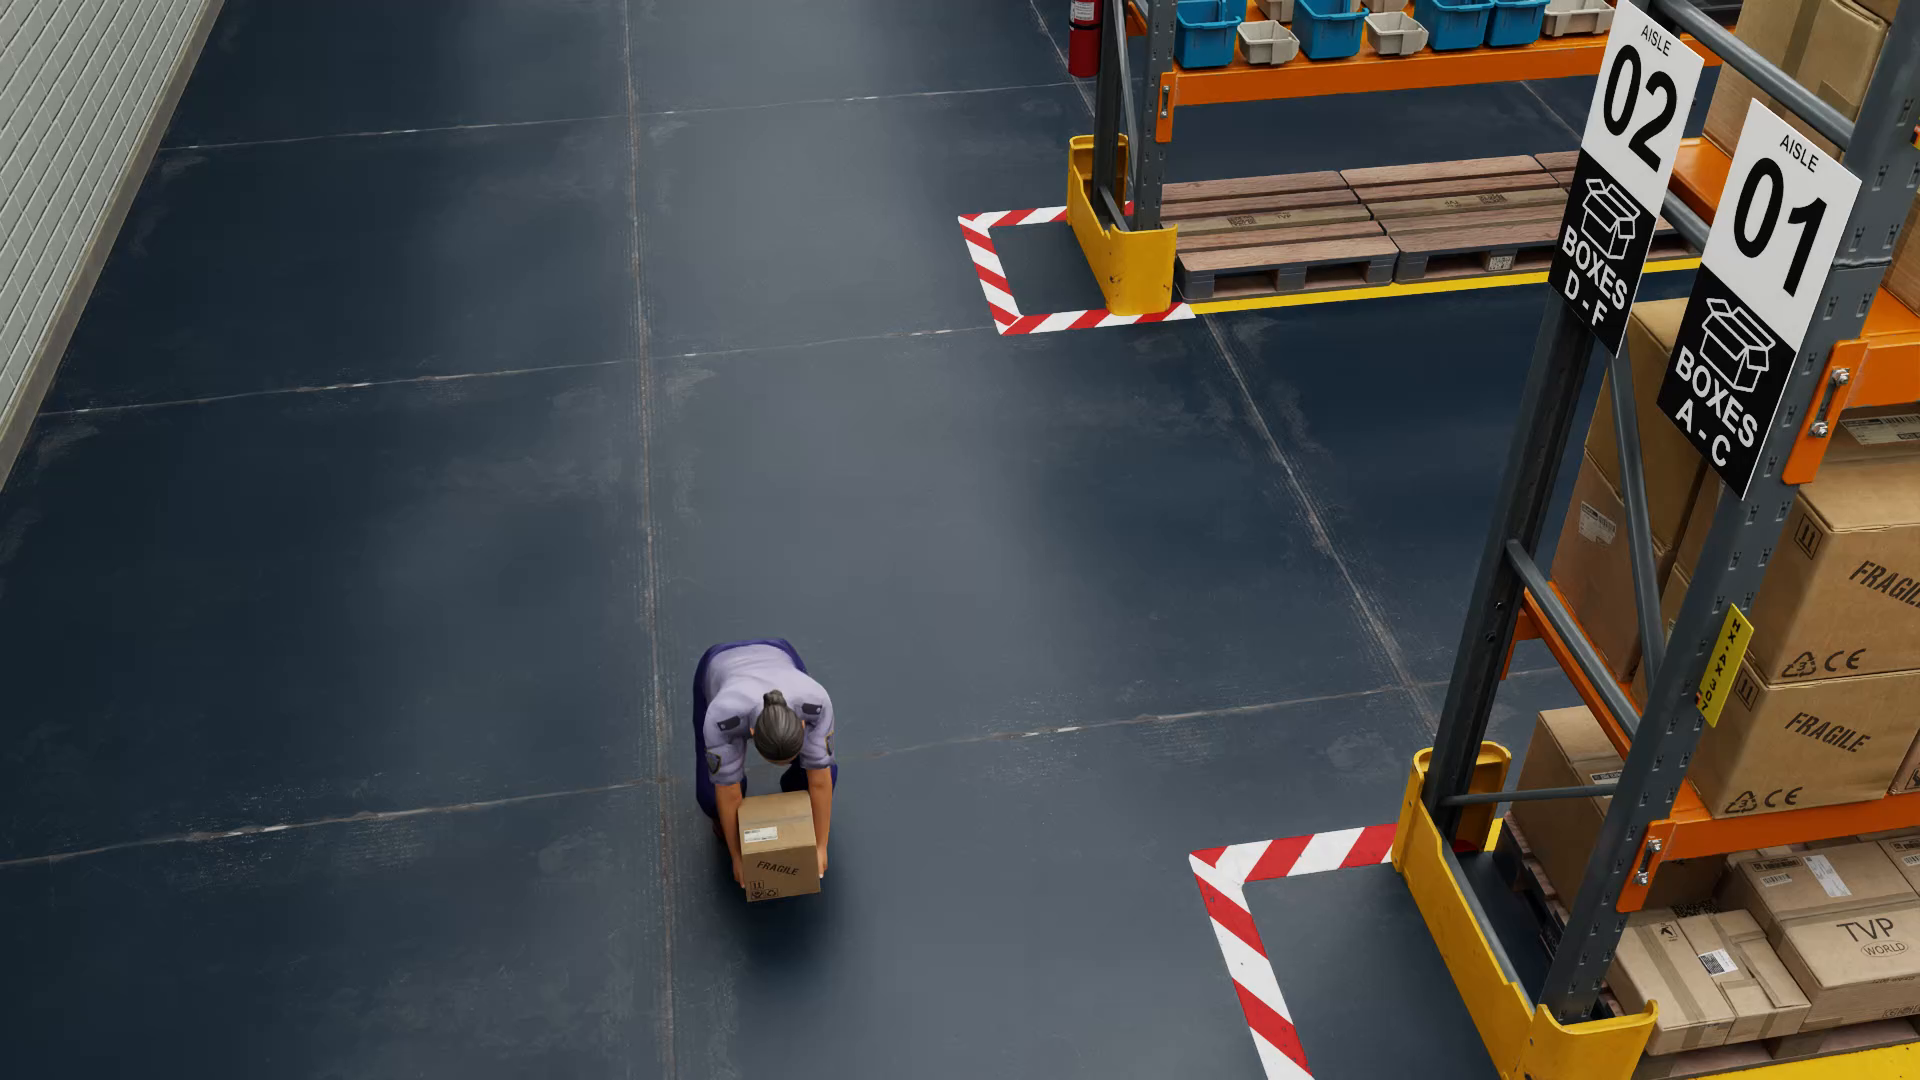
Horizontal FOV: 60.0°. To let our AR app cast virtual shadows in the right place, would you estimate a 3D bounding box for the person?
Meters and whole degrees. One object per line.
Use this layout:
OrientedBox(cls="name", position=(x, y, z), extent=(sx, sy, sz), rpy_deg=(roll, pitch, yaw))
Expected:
OrientedBox(cls="person", position=(-0.692, 0.733, 5.840), extent=(0.501, 0.927, 0.857), rpy_deg=(-7, 39, -9))
